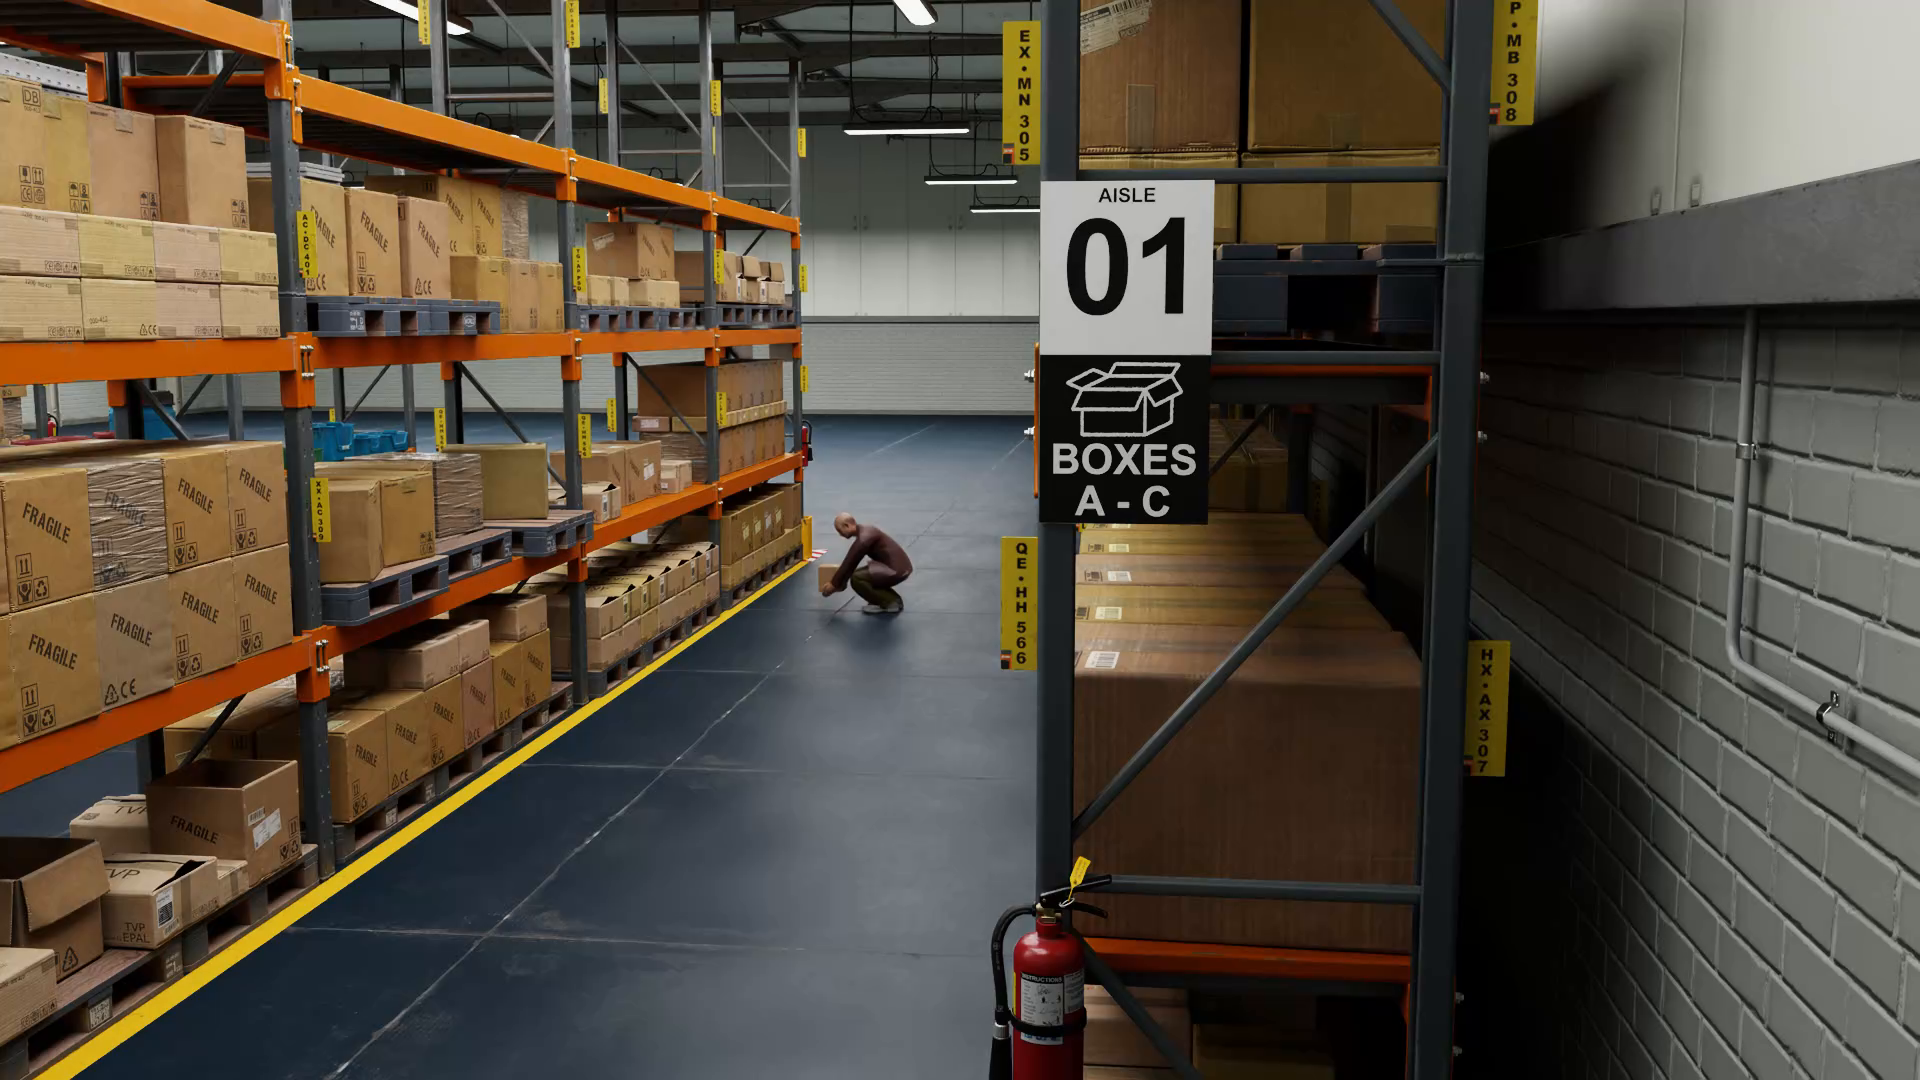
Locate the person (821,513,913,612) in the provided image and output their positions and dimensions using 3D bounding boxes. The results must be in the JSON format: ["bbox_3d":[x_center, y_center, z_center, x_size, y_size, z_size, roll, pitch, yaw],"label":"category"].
[{"bbox_3d":[-0.929,0.216,16.729,0.905,0.996,0.599,1,7,6],"label":"person"}]
